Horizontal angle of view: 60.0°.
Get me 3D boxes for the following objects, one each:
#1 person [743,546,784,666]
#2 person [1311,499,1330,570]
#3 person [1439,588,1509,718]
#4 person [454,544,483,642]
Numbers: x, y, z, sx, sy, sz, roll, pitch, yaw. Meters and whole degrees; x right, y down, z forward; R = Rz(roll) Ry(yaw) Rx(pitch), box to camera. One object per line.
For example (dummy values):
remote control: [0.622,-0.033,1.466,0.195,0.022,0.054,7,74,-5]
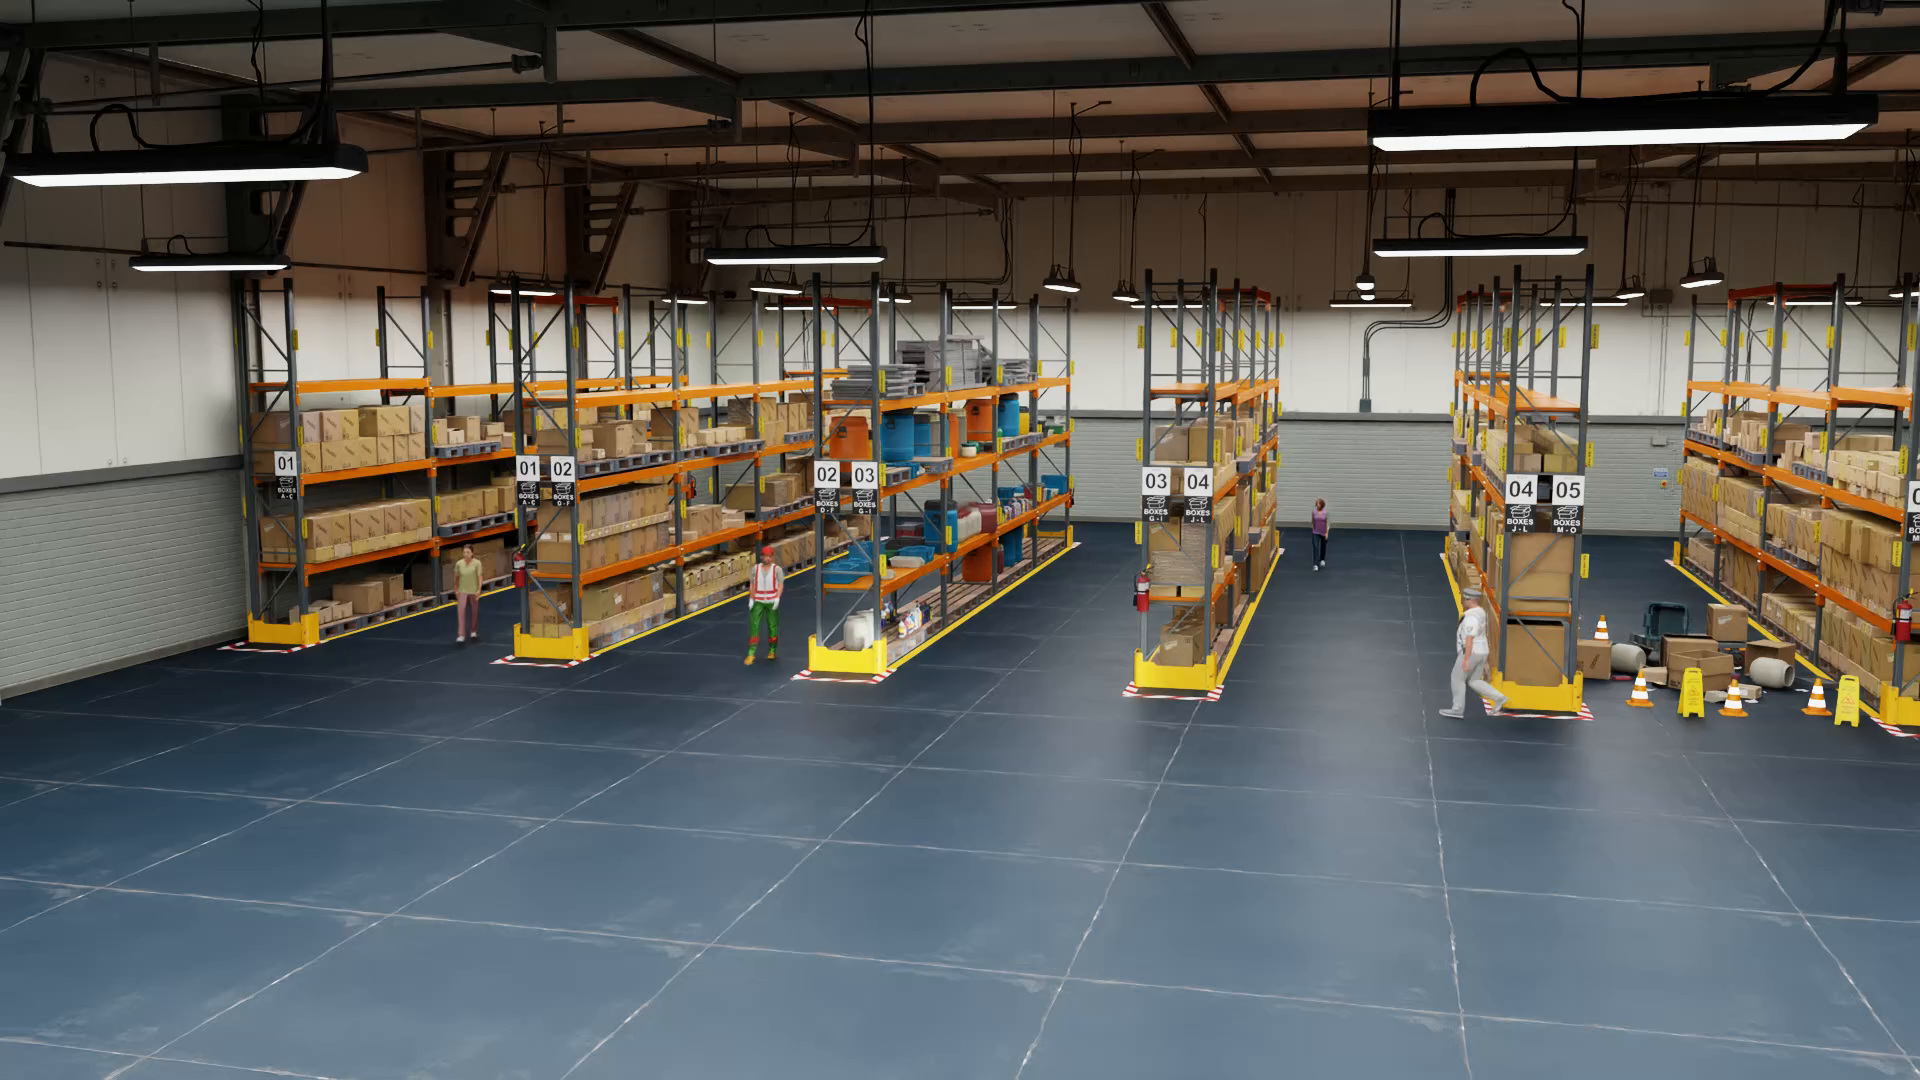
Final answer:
person: [-3.065,1.011,25.947,0.627,1.818,0.626,0,7,-1]
person: [7.880,-0.135,36.344,0.403,1.529,0.972,2,7,13]
person: [6.830,1.505,22.003,0.851,1.710,0.637,5,8,36]
person: [-8.156,0.869,27.606,0.473,1.611,1.042,-2,7,-18]
